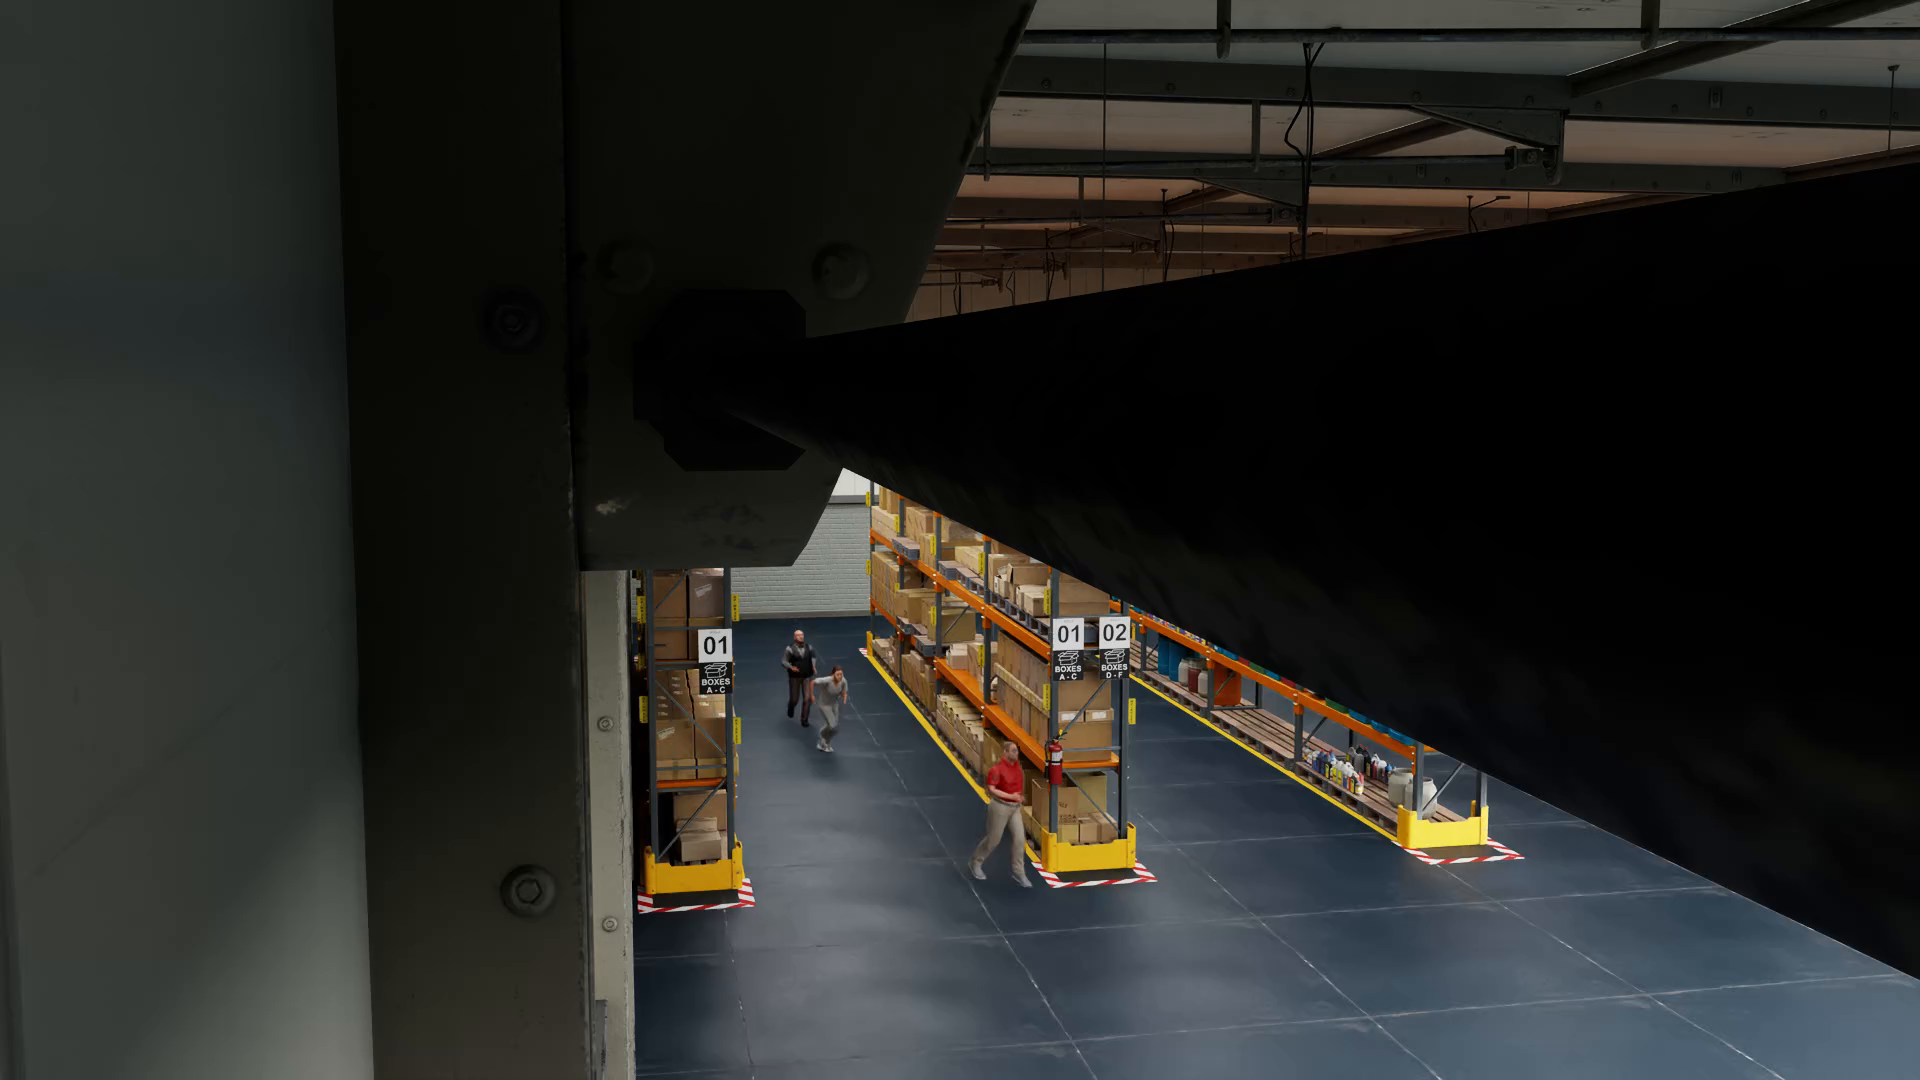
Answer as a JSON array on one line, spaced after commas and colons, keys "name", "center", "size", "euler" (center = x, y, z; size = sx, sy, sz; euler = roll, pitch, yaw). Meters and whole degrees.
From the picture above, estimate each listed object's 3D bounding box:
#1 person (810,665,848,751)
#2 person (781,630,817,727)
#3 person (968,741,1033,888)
[{"name": "person", "center": [-2.144, 2.762, 27.146], "size": [0.590, 1.490, 0.818], "euler": [-4, 7, -33]}, {"name": "person", "center": [-2.822, 2.429, 29.388], "size": [0.669, 1.684, 0.760], "euler": [-2, 6, -20]}, {"name": "person", "center": [0.558, 3.347, 20.424], "size": [0.852, 1.779, 0.698], "euler": [5, 8, 40]}]
